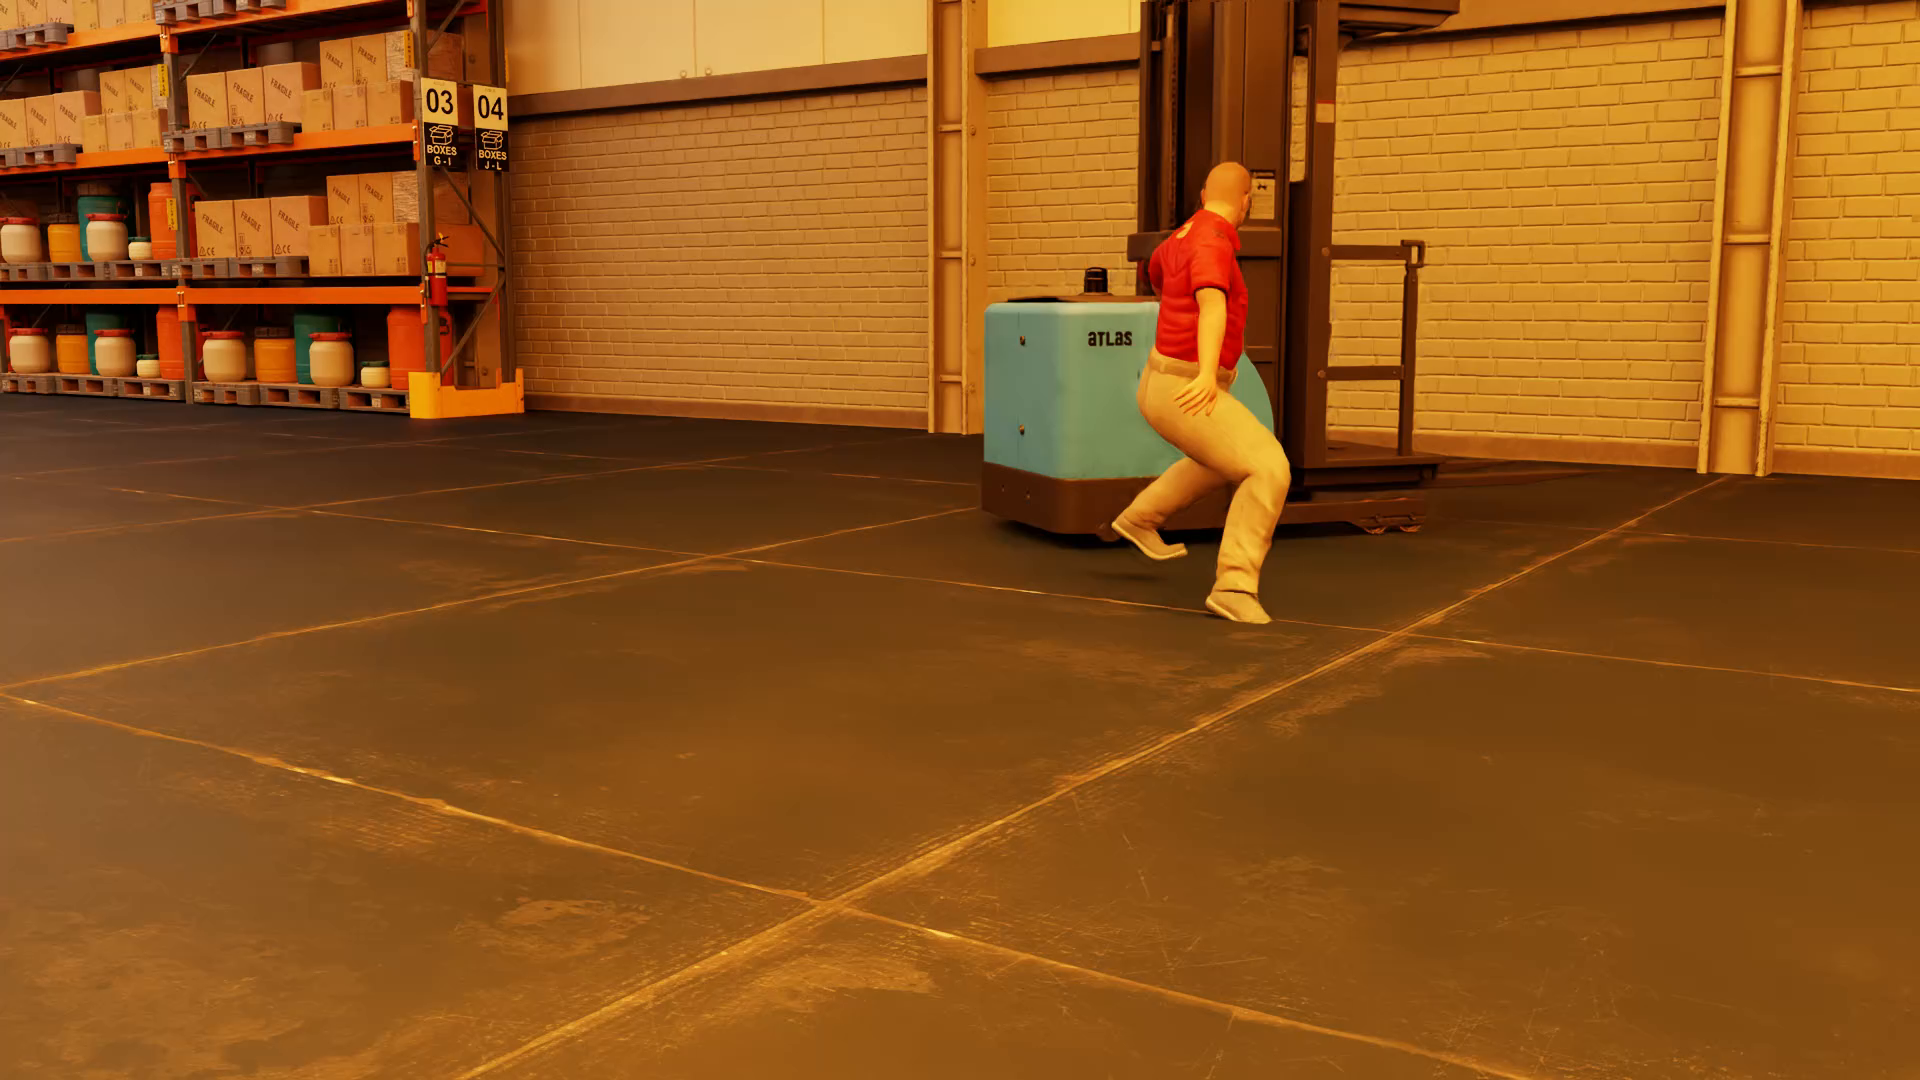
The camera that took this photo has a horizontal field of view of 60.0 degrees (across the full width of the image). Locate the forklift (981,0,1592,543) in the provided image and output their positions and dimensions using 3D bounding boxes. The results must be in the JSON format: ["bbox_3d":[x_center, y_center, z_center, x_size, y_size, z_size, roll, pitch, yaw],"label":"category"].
[{"bbox_3d":[1.675,-1.544,8.049,3.031,2.935,1.130,-3,9,-20],"label":"forklift"}]

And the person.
[{"bbox_3d":[0.878,-0.510,5.920,0.508,1.643,1.189,0,8,-1],"label":"person"}]
